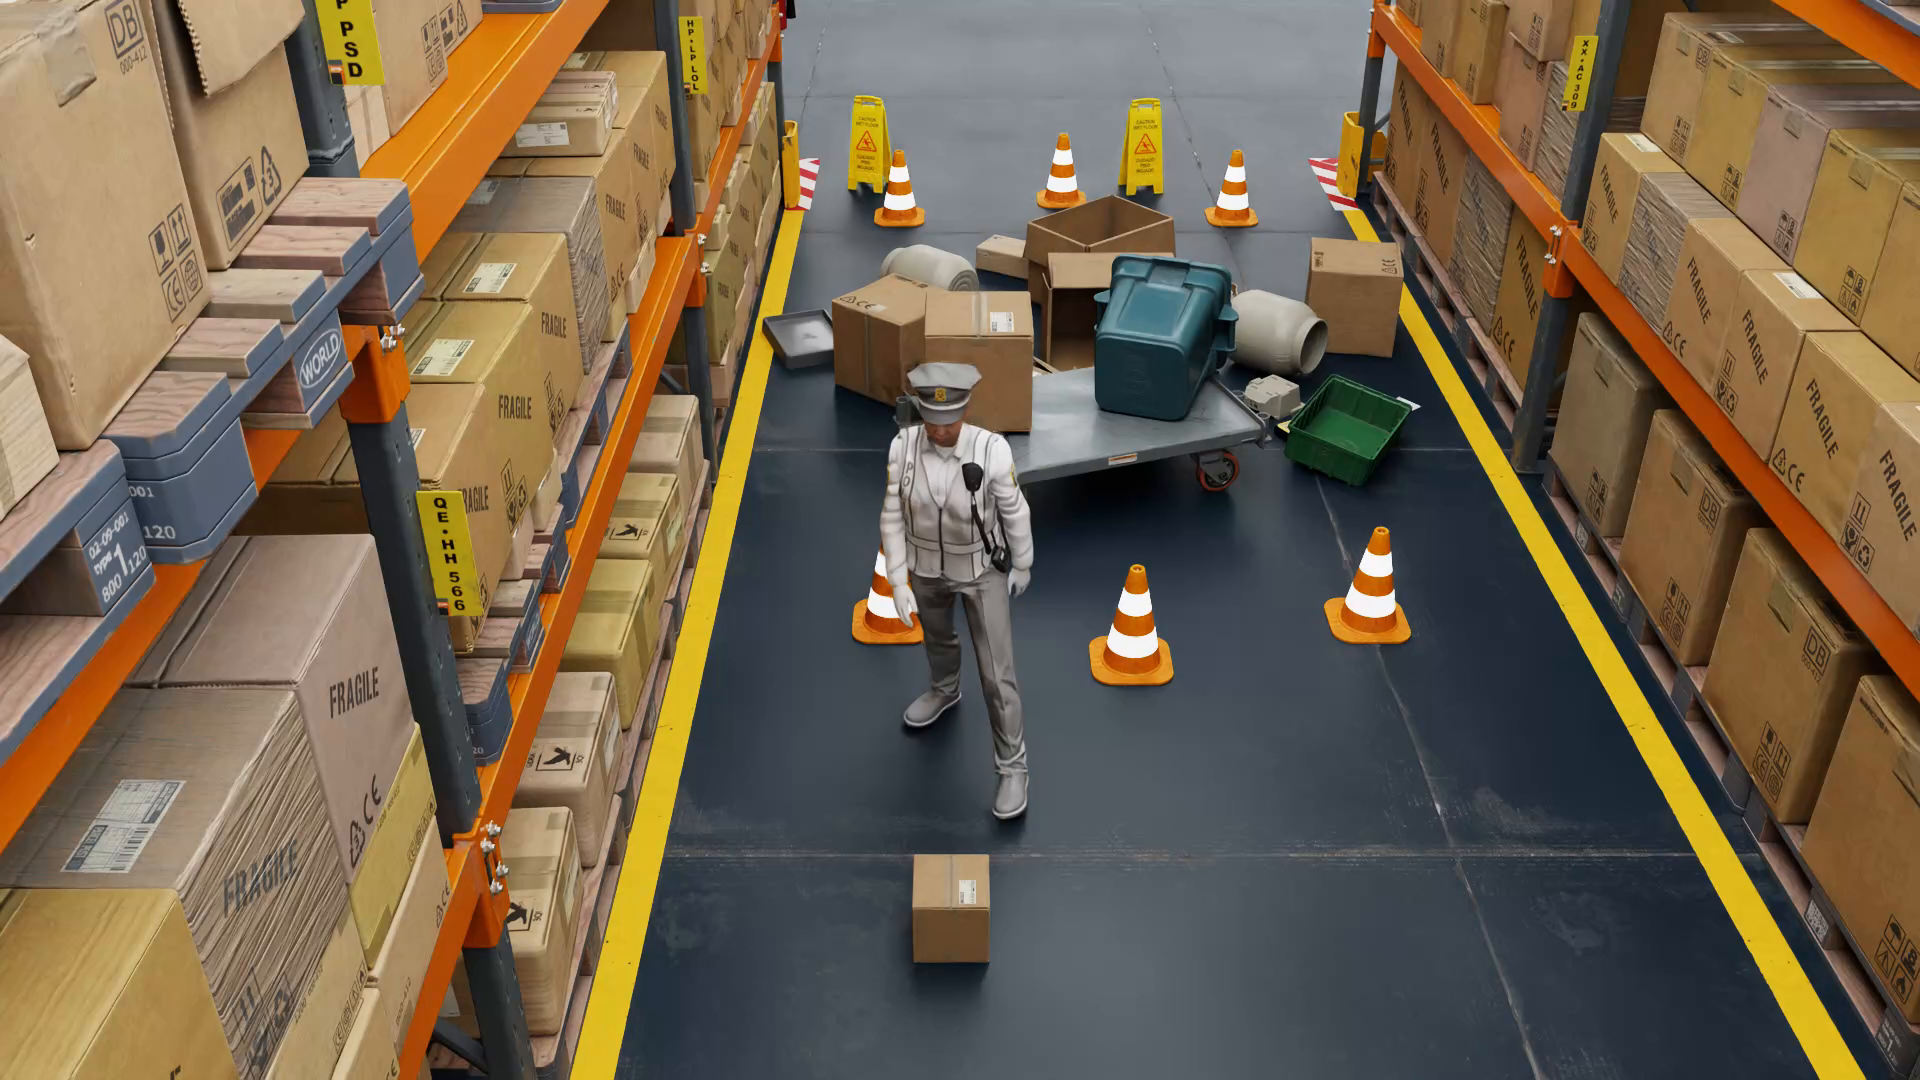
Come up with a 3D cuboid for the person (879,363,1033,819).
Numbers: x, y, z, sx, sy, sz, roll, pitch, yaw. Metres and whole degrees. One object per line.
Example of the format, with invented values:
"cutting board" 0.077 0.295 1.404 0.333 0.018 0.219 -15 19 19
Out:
"person" 0.025 0.131 5.908 0.620 1.632 0.720 9 33 15
